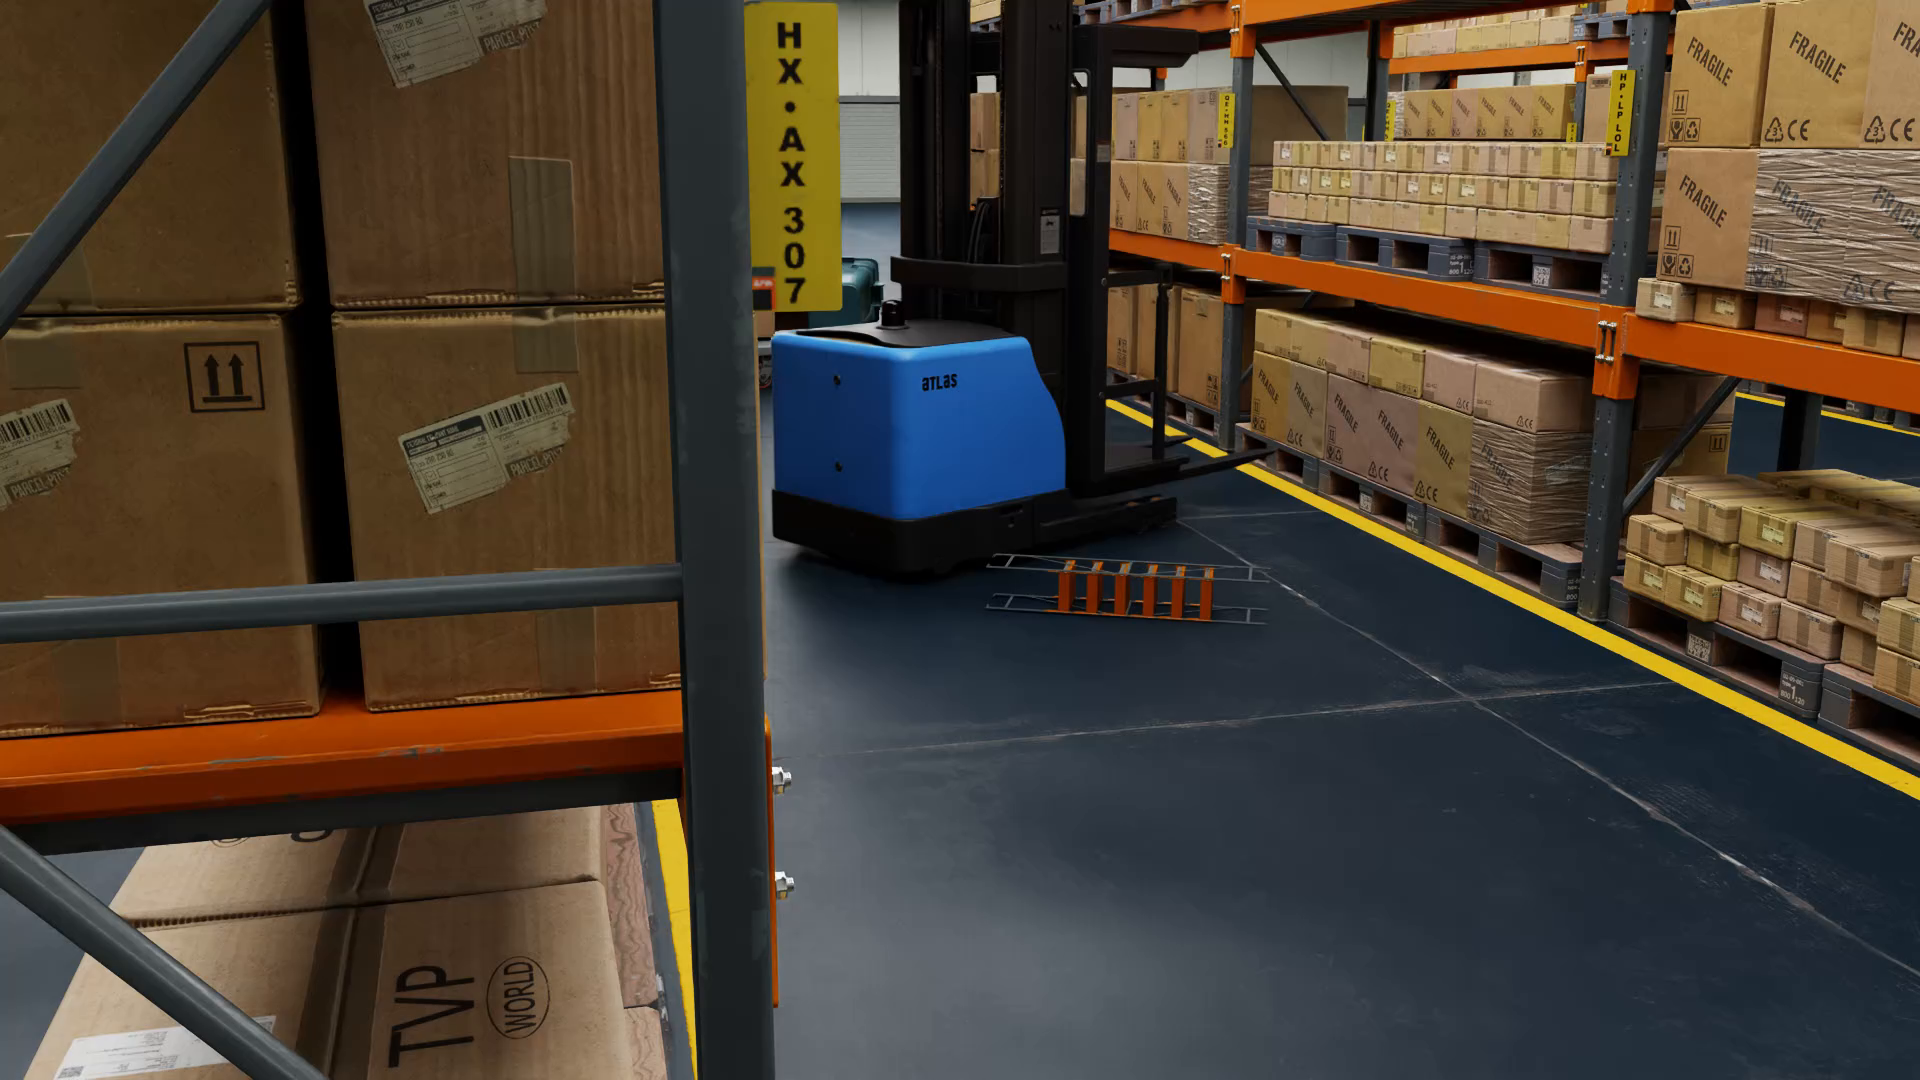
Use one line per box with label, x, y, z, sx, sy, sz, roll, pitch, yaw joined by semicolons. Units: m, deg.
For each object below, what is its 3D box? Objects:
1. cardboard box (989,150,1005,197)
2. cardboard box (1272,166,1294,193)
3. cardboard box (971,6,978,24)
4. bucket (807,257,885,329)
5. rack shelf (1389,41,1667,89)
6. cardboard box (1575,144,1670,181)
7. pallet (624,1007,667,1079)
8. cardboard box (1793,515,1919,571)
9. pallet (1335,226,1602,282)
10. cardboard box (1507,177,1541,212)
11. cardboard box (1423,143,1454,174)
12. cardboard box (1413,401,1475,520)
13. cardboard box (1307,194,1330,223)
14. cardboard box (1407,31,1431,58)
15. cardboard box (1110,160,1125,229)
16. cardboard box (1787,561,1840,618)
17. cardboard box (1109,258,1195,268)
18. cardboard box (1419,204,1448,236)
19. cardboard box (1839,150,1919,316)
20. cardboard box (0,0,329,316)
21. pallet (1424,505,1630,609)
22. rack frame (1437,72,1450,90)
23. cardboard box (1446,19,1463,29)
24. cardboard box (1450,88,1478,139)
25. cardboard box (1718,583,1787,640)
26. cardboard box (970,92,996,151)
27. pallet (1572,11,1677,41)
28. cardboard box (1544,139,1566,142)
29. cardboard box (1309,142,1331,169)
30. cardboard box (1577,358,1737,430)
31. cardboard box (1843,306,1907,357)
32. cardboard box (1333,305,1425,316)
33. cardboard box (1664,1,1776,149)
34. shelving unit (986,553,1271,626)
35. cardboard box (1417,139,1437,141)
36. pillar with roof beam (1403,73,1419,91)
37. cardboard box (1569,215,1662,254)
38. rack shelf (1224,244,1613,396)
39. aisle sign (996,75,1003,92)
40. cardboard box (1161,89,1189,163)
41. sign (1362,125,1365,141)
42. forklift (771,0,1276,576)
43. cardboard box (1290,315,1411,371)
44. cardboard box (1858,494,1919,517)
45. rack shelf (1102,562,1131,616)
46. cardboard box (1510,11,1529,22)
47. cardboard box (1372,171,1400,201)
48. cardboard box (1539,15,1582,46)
cardboard box;0.765;-3.520;16.201;0.875;0.550;0.500;-3;14;-13
cardboard box;2.107;-2.171;10.010;0.380;0.149;0.250;-3;14;-11
cardboard box;0.316;-5.170;16.383;0.380;0.149;0.250;-3;14;-13
bucket;-1.024;-2.041;14.155;0.726;0.611;0.620;2;24;6
rack shelf;5.624;-4.812;16.998;1.077;0.370;4.000;-3;14;-13
cardboard box;2.844;-1.597;7.034;0.380;0.149;0.250;-3;14;-11
pallet;-0.984;1.252;2.856;1.003;0.211;1.213;-3;14;-13
cardboard box;3.205;0.020;5.893;0.380;0.149;0.250;-4;14;-15
pallet;2.693;-1.519;8.730;1.003;0.211;1.213;-3;14;-13
cardboard box;2.724;-1.570;7.549;0.380;0.149;0.250;-3;14;-11
cardboard box;2.539;-1.898;8.265;0.380;0.149;0.250;-4;14;-16
cardboard box;2.589;-0.409;8.163;0.500;0.500;0.500;-4;14;-15
cardboard box;2.224;-1.910;9.571;0.380;0.149;0.250;-3;14;-10
cardboard box;5.144;-5.306;17.820;0.500;0.250;0.500;-4;14;-14
cardboard box;1.345;-2.670;12.825;0.500;0.500;0.500;-3;14;-13
cardboard box;3.202;0.164;5.932;0.380;0.149;0.250;-4;14;-16
cardboard box;1.482;-1.963;13.996;1.050;0.750;0.750;-3;14;-13
cardboard box;2.533;-1.607;8.329;0.380;0.149;0.250;-3;14;-11
cardboard box;3.206;-0.977;5.268;0.500;0.500;0.500;-4;14;-14
cardboard box;-1.065;-0.554;2.059;0.500;0.500;0.500;-3;14;-11
pallet;2.944;0.031;7.856;1.003;0.211;1.213;-3;14;-13
rack frame;5.155;-4.166;19.157;1.000;3.000;0.127;-3;14;-13
cardboard box;5.267;-5.365;17.223;0.380;0.149;0.250;-4;14;-16
cardboard box;5.372;-4.356;16.994;0.500;0.500;0.500;-3;14;-13
cardboard box;3.073;0.254;6.187;0.380;0.149;0.250;-3;14;-13
cardboard box;0.578;-4.164;16.558;0.875;0.550;0.550;-3;14;-13
pallet;6.136;-4.460;14.439;1.213;0.211;1.003;-3;14;-13
cardboard box;6.049;-3.543;15.772;0.875;0.500;0.500;-3;14;-13
cardboard box;2.228;-2.202;9.510;0.380;0.149;0.250;-3;14;-13
cardboard box;3.211;-0.683;7.706;0.500;0.250;0.500;-4;14;-16
cardboard box;3.177;-0.700;5.500;0.380;0.149;0.250;-3;14;-12
cardboard box;2.604;-1.278;10.139;0.500;0.250;0.500;-4;14;-15
cardboard box;2.997;-1.705;6.143;0.500;0.500;0.500;-3;14;-12
shelving unit;0.723;0.209;7.160;1.200;0.189;0.258;3;14;10
cardboard box;5.491;-4.122;18.140;0.875;0.500;0.500;-3;14;-13
pillar with roof beam;9.374;-14.476;48.718;9.100;9.000;0.400;-3;14;-13
cardboard box;2.842;-1.307;7.100;0.380;0.149;0.250;-4;14;-14
rack shelf;2.658;-1.256;8.764;1.077;0.370;4.000;-3;14;-13
aisle sign;0.585;-5.208;17.948;0.394;0.787;0.004;-3;14;-13
cardboard box;1.850;-2.940;11.824;0.700;0.500;0.500;-4;14;-14
sign;4.627;-4.556;18.931;0.100;0.325;0.005;-3;14;-13
forklift;0.496;-1.534;8.532;3.031;2.935;1.130;-13;19;-42
cardboard box;2.234;-1.131;9.540;0.500;0.250;0.500;-3;14;-14
cardboard box;3.629;-0.071;6.266;0.380;0.149;0.250;-3;14;-14
rack shelf;0.679;0.206;7.168;0.103;0.180;0.258;3;14;10
cardboard box;5.530;-5.062;15.981;0.380;0.149;0.250;-4;14;-15
cardboard box;2.411;-1.874;8.794;0.380;0.149;0.250;-3;14;-14
cardboard box;5.733;-4.718;15.413;0.500;0.250;0.500;-3;14;-11
